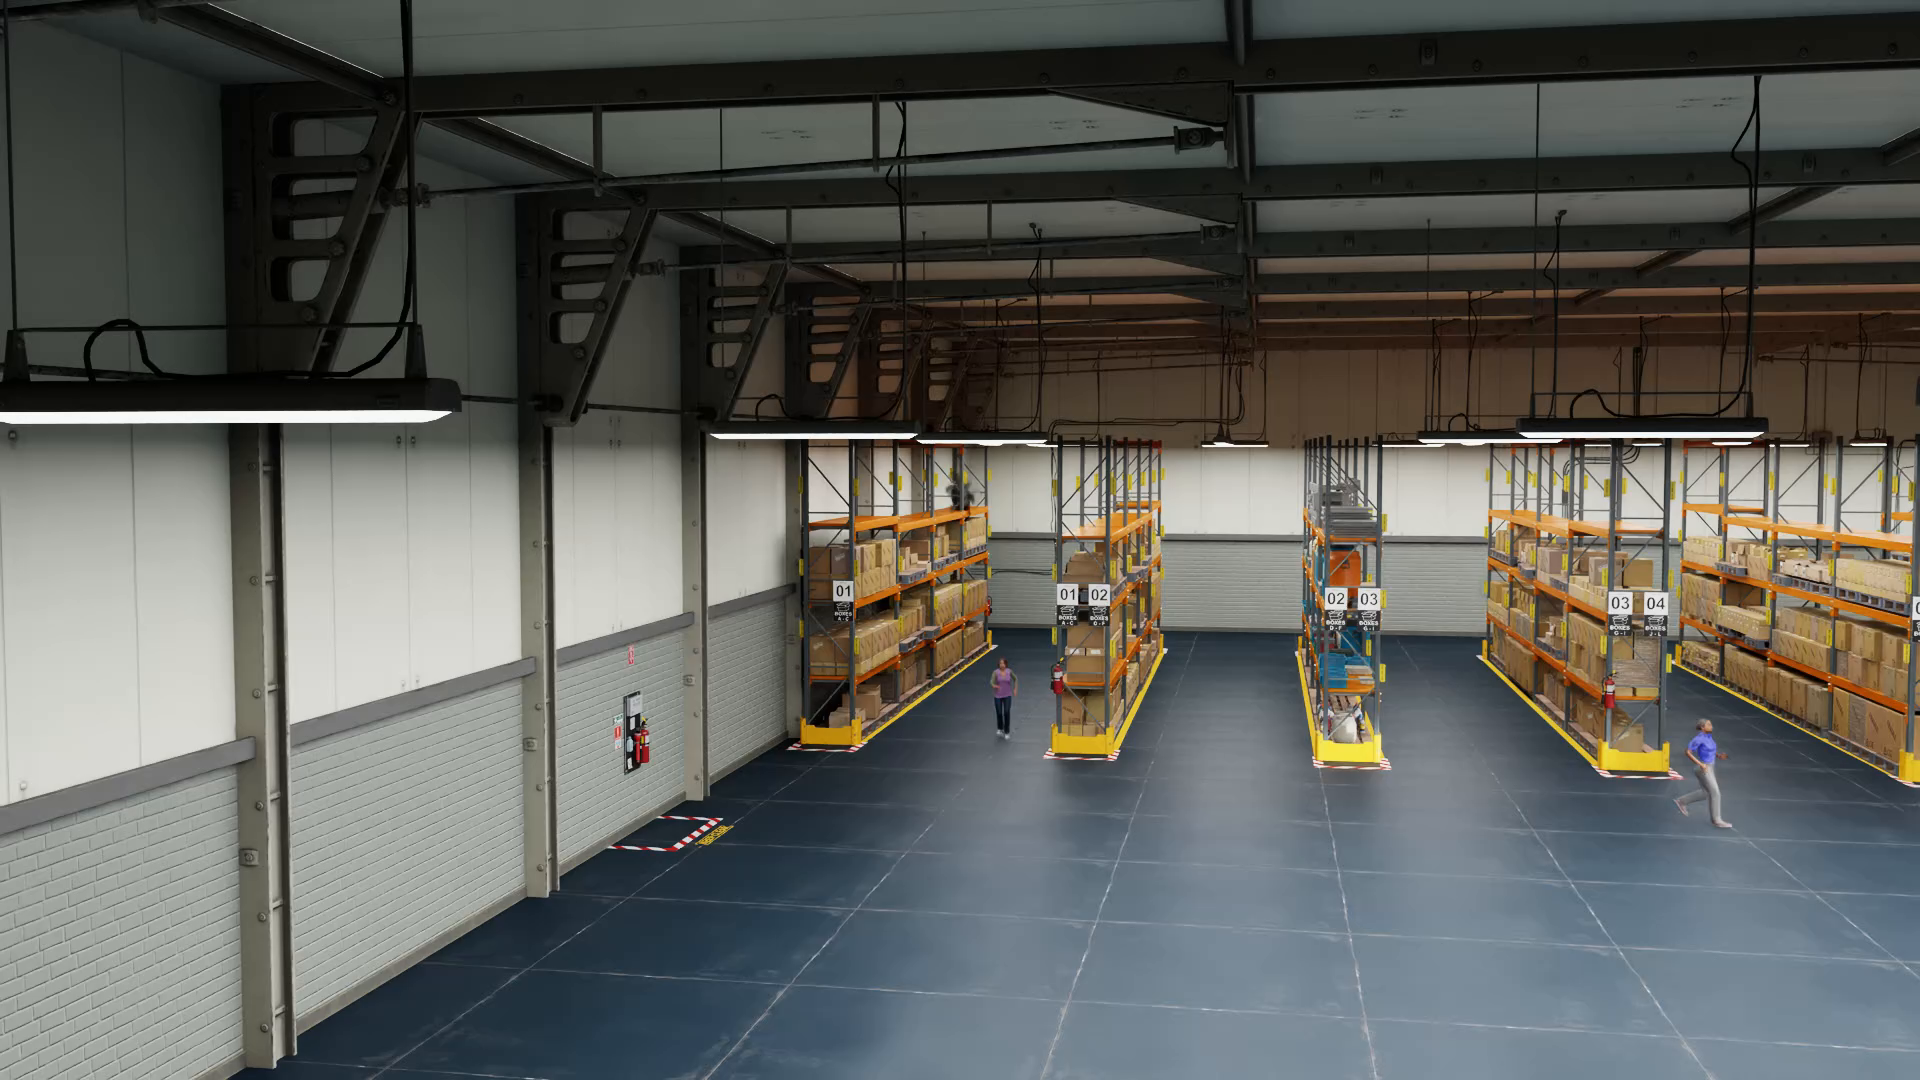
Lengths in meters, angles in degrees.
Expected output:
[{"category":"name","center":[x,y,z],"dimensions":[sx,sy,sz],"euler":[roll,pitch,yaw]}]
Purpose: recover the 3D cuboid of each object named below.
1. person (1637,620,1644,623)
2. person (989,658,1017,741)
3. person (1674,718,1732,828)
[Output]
[{"category":"person","center":[17.923,2.468,44.283],"dimensions":[0.726,1.737,0.617],"euler":[1,3,21]},{"category":"person","center":[0.859,3.152,32.928],"dimensions":[0.559,1.662,0.707],"euler":[0,3,2]},{"category":"person","center":[11.334,3.525,25.361],"dimensions":[0.871,1.627,0.587],"euler":[3,4,40]}]
